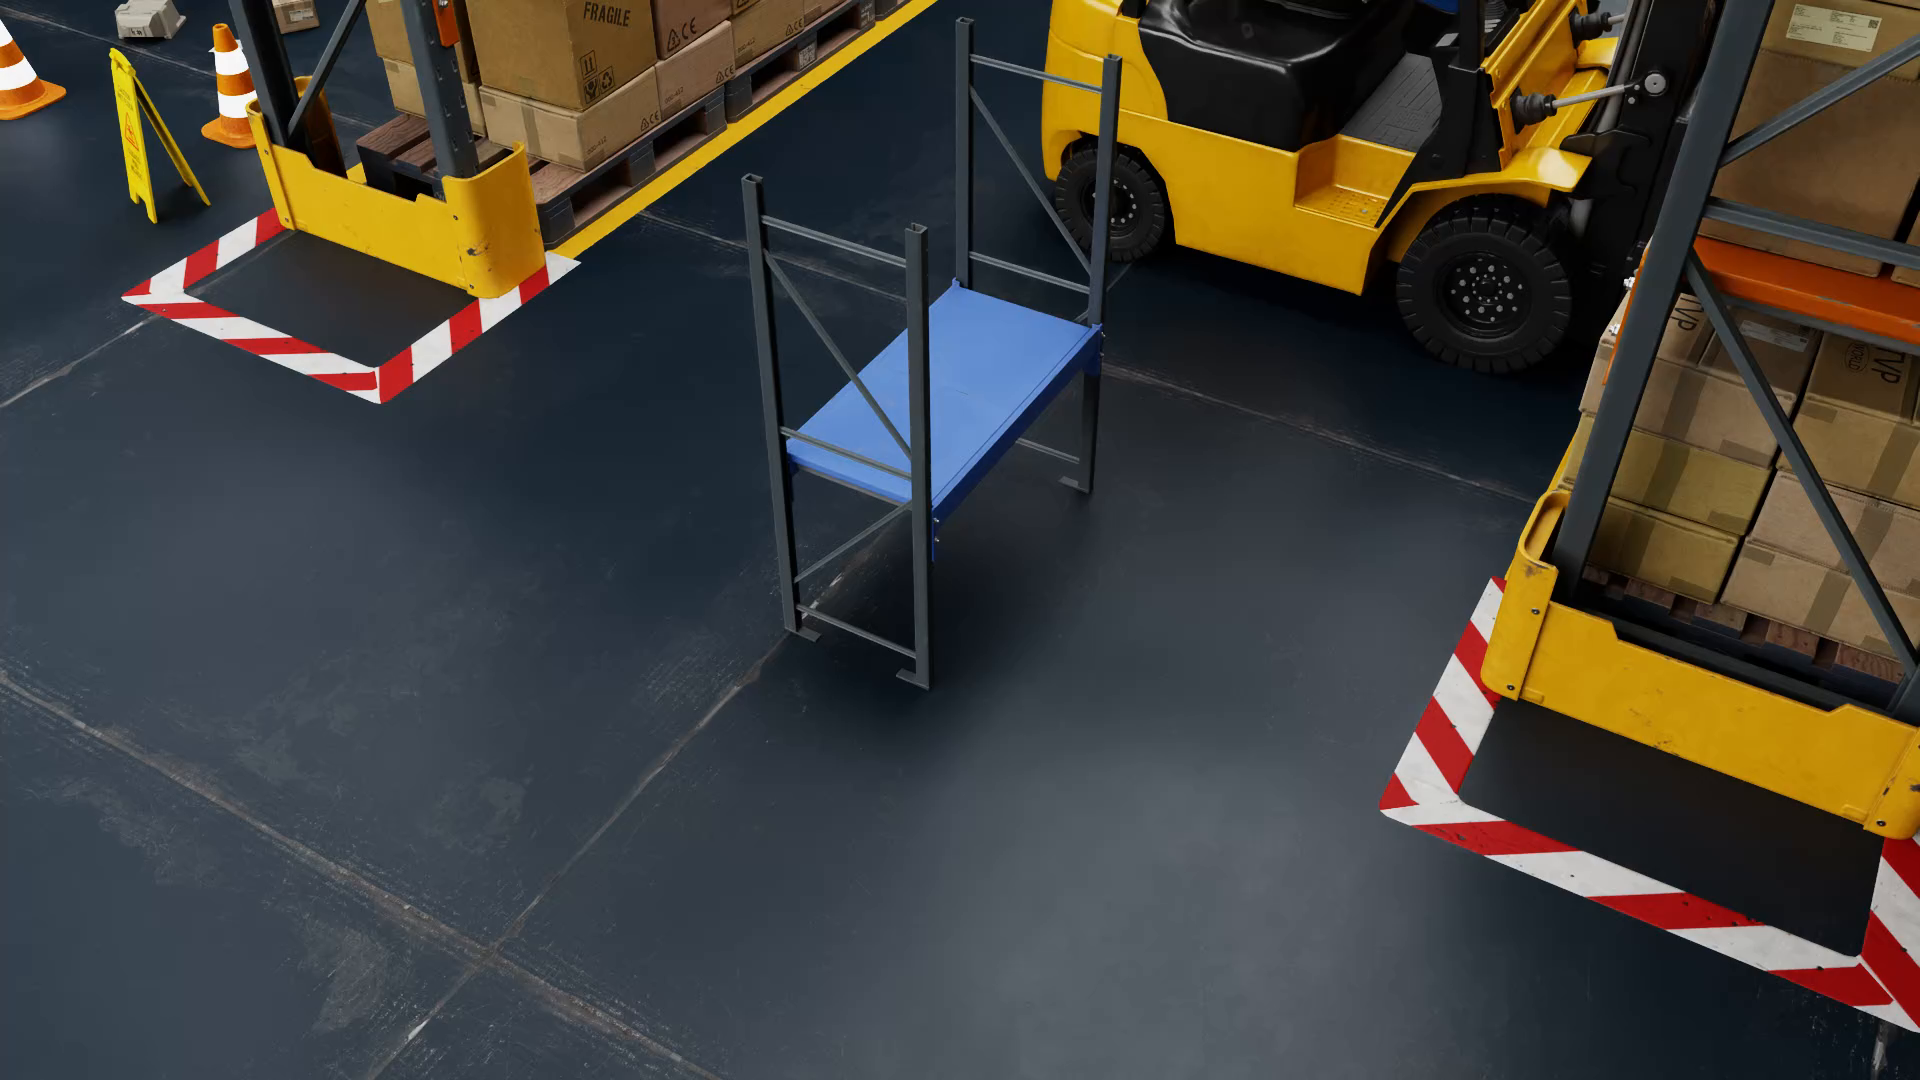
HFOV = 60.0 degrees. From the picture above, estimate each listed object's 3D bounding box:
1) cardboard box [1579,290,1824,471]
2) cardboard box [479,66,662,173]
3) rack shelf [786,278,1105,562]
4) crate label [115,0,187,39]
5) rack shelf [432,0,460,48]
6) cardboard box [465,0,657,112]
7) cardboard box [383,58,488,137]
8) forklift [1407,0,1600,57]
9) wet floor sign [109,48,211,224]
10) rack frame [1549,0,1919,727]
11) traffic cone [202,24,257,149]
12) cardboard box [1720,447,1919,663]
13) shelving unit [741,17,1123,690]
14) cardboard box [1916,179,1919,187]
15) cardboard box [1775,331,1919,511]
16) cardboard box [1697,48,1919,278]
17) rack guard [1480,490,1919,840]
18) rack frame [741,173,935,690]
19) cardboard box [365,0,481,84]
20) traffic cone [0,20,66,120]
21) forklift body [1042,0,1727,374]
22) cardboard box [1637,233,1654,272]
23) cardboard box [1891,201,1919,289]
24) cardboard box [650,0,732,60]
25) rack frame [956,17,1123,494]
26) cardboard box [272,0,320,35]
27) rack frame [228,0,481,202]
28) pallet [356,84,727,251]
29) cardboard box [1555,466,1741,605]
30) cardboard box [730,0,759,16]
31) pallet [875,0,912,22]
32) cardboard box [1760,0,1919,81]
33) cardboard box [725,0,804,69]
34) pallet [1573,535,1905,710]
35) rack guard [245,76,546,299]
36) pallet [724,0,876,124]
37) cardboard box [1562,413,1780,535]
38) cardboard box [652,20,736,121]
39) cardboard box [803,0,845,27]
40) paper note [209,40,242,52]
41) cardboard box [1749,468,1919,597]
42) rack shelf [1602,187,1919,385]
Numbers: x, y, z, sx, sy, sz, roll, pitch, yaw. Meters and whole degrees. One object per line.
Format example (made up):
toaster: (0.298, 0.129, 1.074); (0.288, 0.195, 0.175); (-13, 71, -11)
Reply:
cardboard box: (2.043, -0.497, 4.551); (0.500, 0.250, 0.500); (22, 46, 23)
cardboard box: (-1.574, -1.765, 6.747); (0.500, 0.250, 0.500); (21, 45, 22)
rack shelf: (-0.043, -0.379, 4.818); (0.538, 0.185, 1.000); (21, 45, 22)
crate label: (-3.910, -2.510, 7.997); (0.250, 0.136, 0.298); (0, 41, 0)
rack shelf: (-1.216, -3.143, 7.094); (1.077, 0.370, 4.000); (21, 45, 22)
cardboard box: (-1.563, -2.060, 6.515); (0.500, 0.500, 0.500); (19, 45, 21)
cardboard box: (-2.034, -1.960, 6.969); (0.500, 0.250, 0.500); (21, 45, 22)
forklift: (1.856, -4.226, 7.831); (1.130, 2.935, 3.031); (-22, 46, -23)
wet floor sign: (-3.239, -1.630, 6.613); (0.232, 0.644, 0.267); (-29, 49, -29)
rack frame: (2.082, -0.629, 3.695); (1.000, 3.000, 0.127); (21, 45, 22)
traffic cone: (-3.119, -1.989, 7.159); (0.336, 0.463, 0.334); (21, 45, 22)
cardboard box: (2.497, 0.029, 4.711); (0.500, 0.250, 0.500); (21, 46, 22)
shelving unit: (-0.043, -0.514, 4.699); (0.538, 1.500, 1.048); (21, 45, 22)
cardboard box: (2.812, -1.164, 4.226); (0.500, 0.500, 0.500); (22, 46, 23)
cardboard box: (2.487, -0.343, 4.376); (0.500, 0.250, 0.500); (20, 45, 21)
cardboard box: (2.101, -1.035, 4.080); (0.500, 0.500, 0.500); (20, 45, 21)
rack guard: (2.070, 0.322, 4.506); (1.175, 0.500, 0.348); (21, 45, 22)
rack frame: (-0.297, -0.223, 4.369); (0.500, 1.500, 0.032); (21, 45, 22)
cardboard box: (-2.042, -2.221, 6.697); (0.500, 0.500, 0.500); (21, 46, 22)
traffic cone: (-4.250, -2.162, 7.355); (0.336, 0.463, 0.334); (21, 45, 22)
forklift body: (1.452, -1.999, 5.893); (2.313, 2.155, 1.214); (21, 45, 22)
cardboard box: (2.293, -0.791, 4.885); (0.500, 0.250, 0.500); (22, 46, 23)
cardboard box: (2.571, -0.858, 3.880); (0.500, 0.500, 0.500); (22, 46, 23)
cardboard box: (-1.305, -2.360, 6.856); (0.500, 0.500, 0.500); (19, 45, 21)
rack frame: (0.212, -0.805, 5.029); (0.500, 1.500, 0.032); (21, 45, 22)
cardboard box: (-3.311, -2.617, 8.109); (0.250, 0.149, 0.380); (-21, 45, -22)
rack frame: (-2.217, -2.269, 5.557); (1.000, 3.000, 0.127); (21, 45, 22)
pallet: (-1.742, -1.719, 7.042); (1.003, 0.211, 1.213); (21, 45, 22)
cardboard box: (2.044, -0.128, 4.889); (0.500, 0.250, 0.500); (21, 46, 22)
cardboard box: (-1.047, -2.645, 7.179); (0.500, 0.500, 0.500); (22, 46, 23)
pallet: (-0.521, -3.115, 8.628); (1.003, 0.211, 1.213); (21, 45, 22)
cardboard box: (2.013, -1.201, 3.778); (0.380, 0.149, 0.250); (22, 46, 23)
cardboard box: (-1.050, -2.371, 7.435); (0.500, 0.250, 0.500); (24, 47, 25)
pallet: (2.429, -0.034, 5.129); (1.003, 0.211, 1.213); (21, 45, 22)
rack guard: (-2.179, -1.374, 6.432); (1.175, 0.500, 0.348); (21, 45, 22)
pallet: (-1.131, -2.414, 7.832); (1.003, 0.211, 1.213); (21, 45, 22)
cardboard box: (2.055, -0.325, 4.733); (0.500, 0.250, 0.500); (20, 45, 22)
cardboard box: (-1.312, -2.054, 7.076); (0.500, 0.250, 0.500); (23, 46, 24)
cardboard box: (-0.795, -2.659, 7.762); (0.500, 0.250, 0.500); (22, 46, 23)
paper note: (-3.468, -2.354, 7.900); (0.148, 0.019, 0.142); (7, 42, 8)
cardboard box: (2.497, -0.143, 4.527); (0.500, 0.250, 0.500); (22, 46, 23)
rack shelf: (3.083, -1.504, 5.232); (1.077, 0.370, 4.000); (21, 45, 22)
